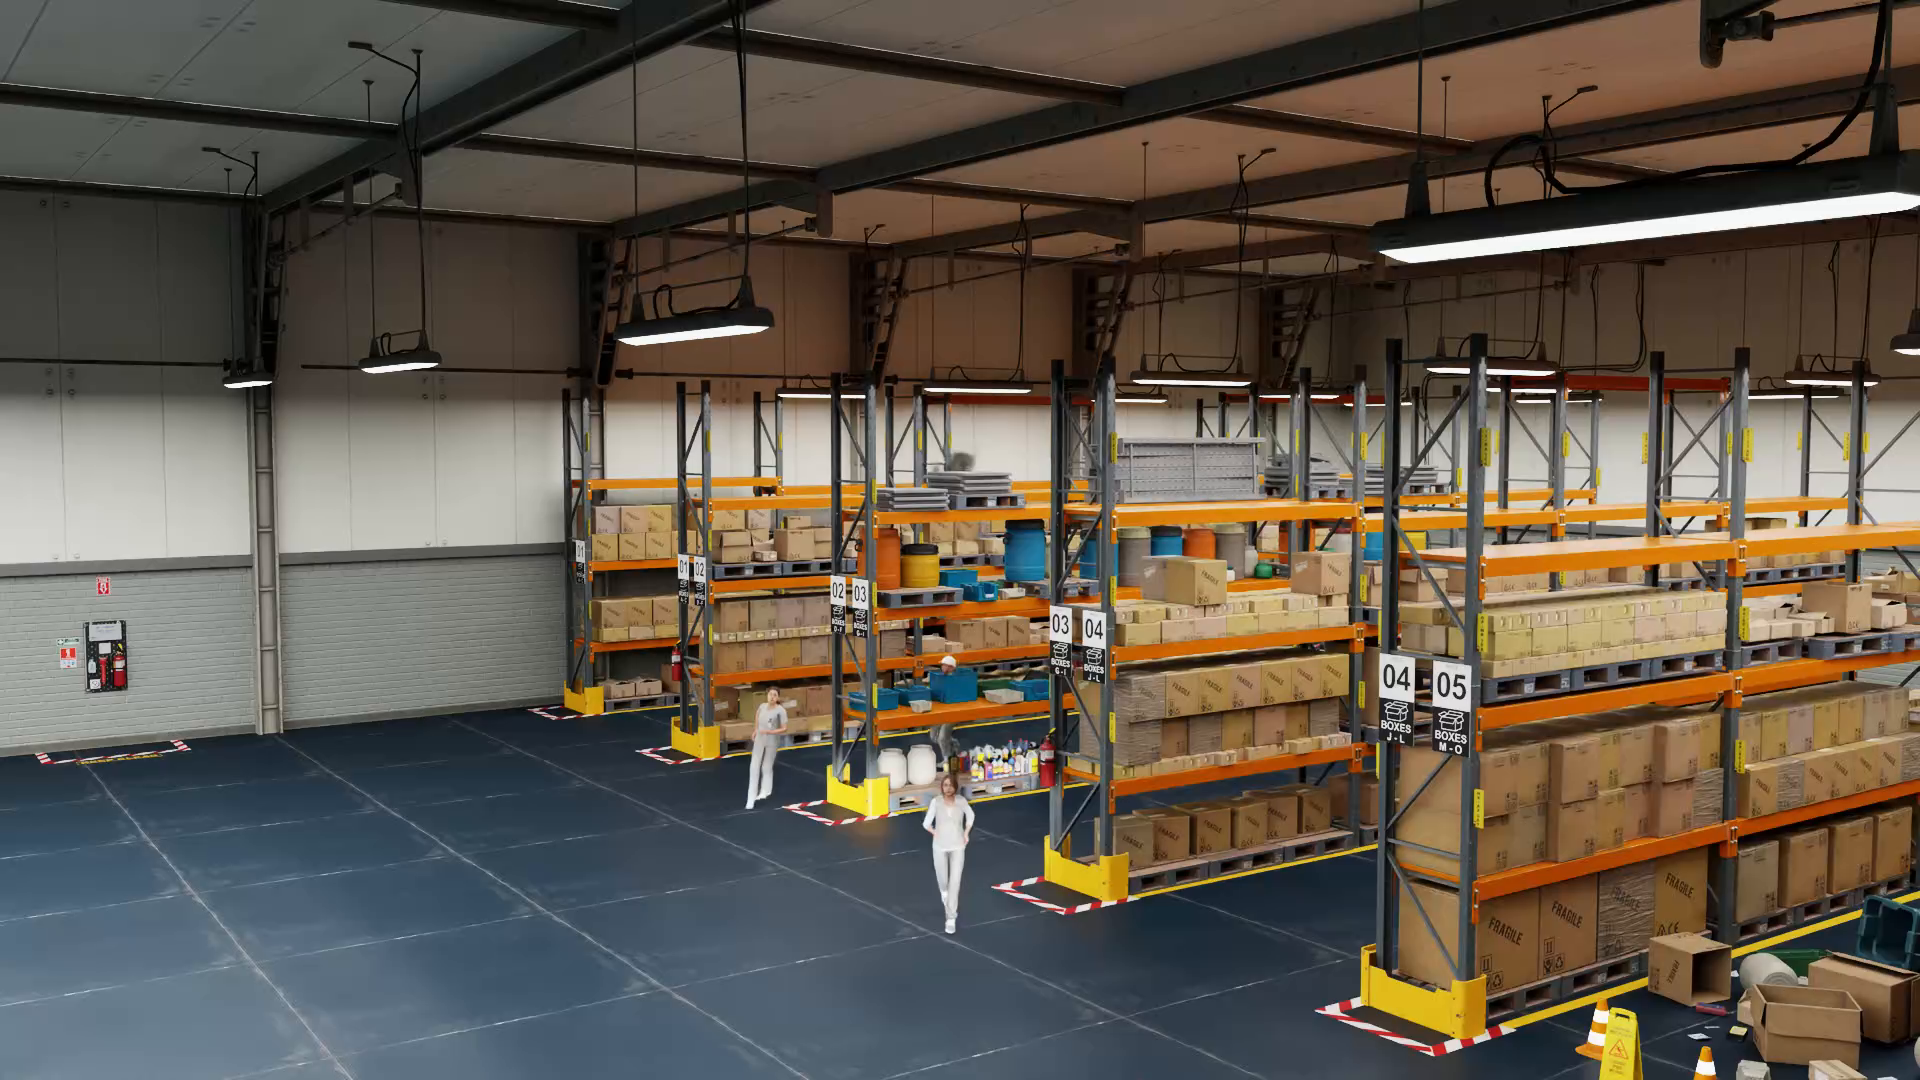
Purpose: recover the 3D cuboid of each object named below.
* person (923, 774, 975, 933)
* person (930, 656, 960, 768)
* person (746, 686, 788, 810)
[{"bbox_3d":[-0.115,3.247,17.460,0.542,1.575,0.853,0,4,-1],"label":"person"},{"bbox_3d":[-0.171,2.651,25.688,0.580,1.727,0.647,-3,5,-41],"label":"person"},{"bbox_3d":[-2.634,2.864,23.112,0.556,1.705,0.688,1,4,10],"label":"person"}]
